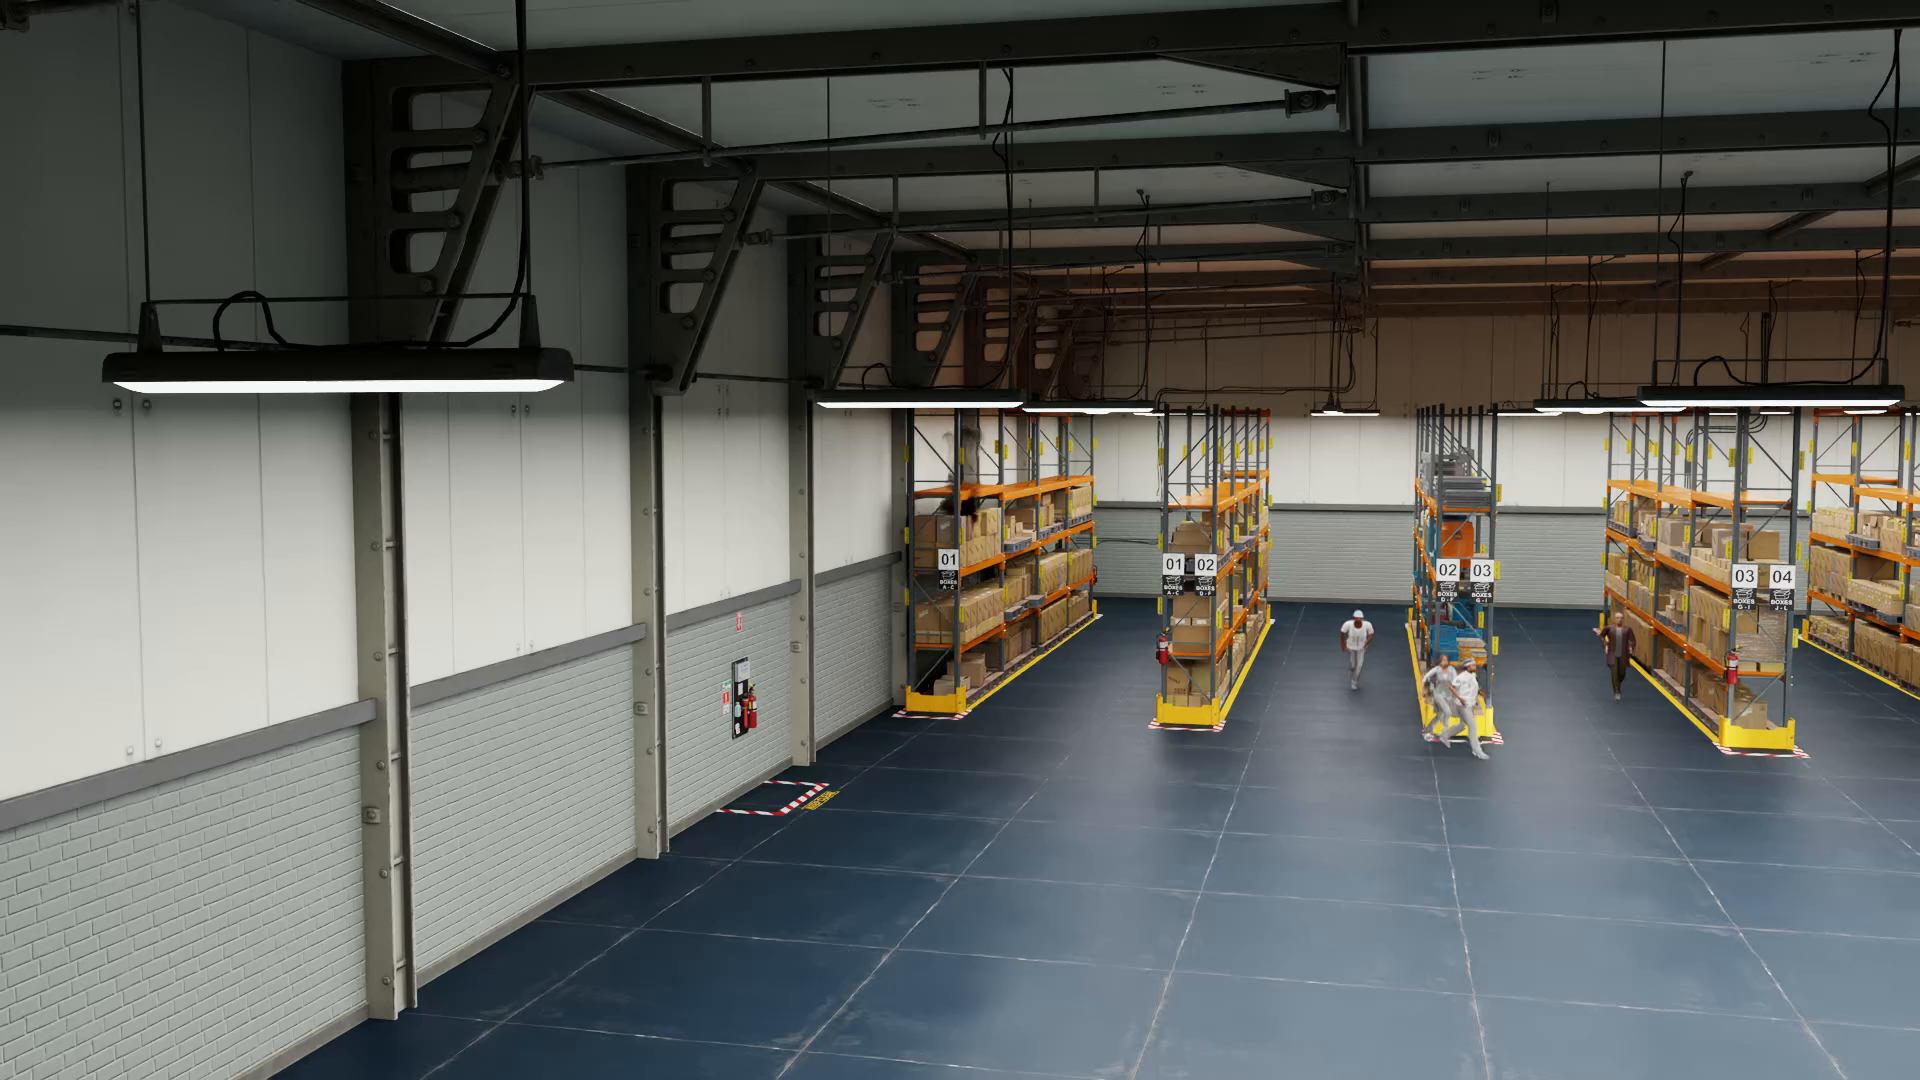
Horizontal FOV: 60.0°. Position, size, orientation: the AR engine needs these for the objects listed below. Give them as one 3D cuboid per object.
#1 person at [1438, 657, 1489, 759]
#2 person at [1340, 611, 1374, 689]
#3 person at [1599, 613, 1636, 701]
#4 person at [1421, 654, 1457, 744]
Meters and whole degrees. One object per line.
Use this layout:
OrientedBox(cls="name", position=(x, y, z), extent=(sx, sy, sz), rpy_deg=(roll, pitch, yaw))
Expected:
OrientedBox(cls="person", position=(8.538, 2.820, 28.226), extent=(0.944, 1.708, 0.593), rpy_deg=(3, 5, 38))
OrientedBox(cls="person", position=(8.452, 2.321, 35.428), extent=(0.697, 1.693, 0.841), rpy_deg=(0, 4, 4))
OrientedBox(cls="person", position=(13.499, 2.373, 34.157), extent=(0.711, 1.765, 0.880), rpy_deg=(1, 4, 16))
OrientedBox(cls="person", position=(8.479, 2.798, 29.311), extent=(0.576, 1.596, 0.618), rpy_deg=(-1, 4, -16))
